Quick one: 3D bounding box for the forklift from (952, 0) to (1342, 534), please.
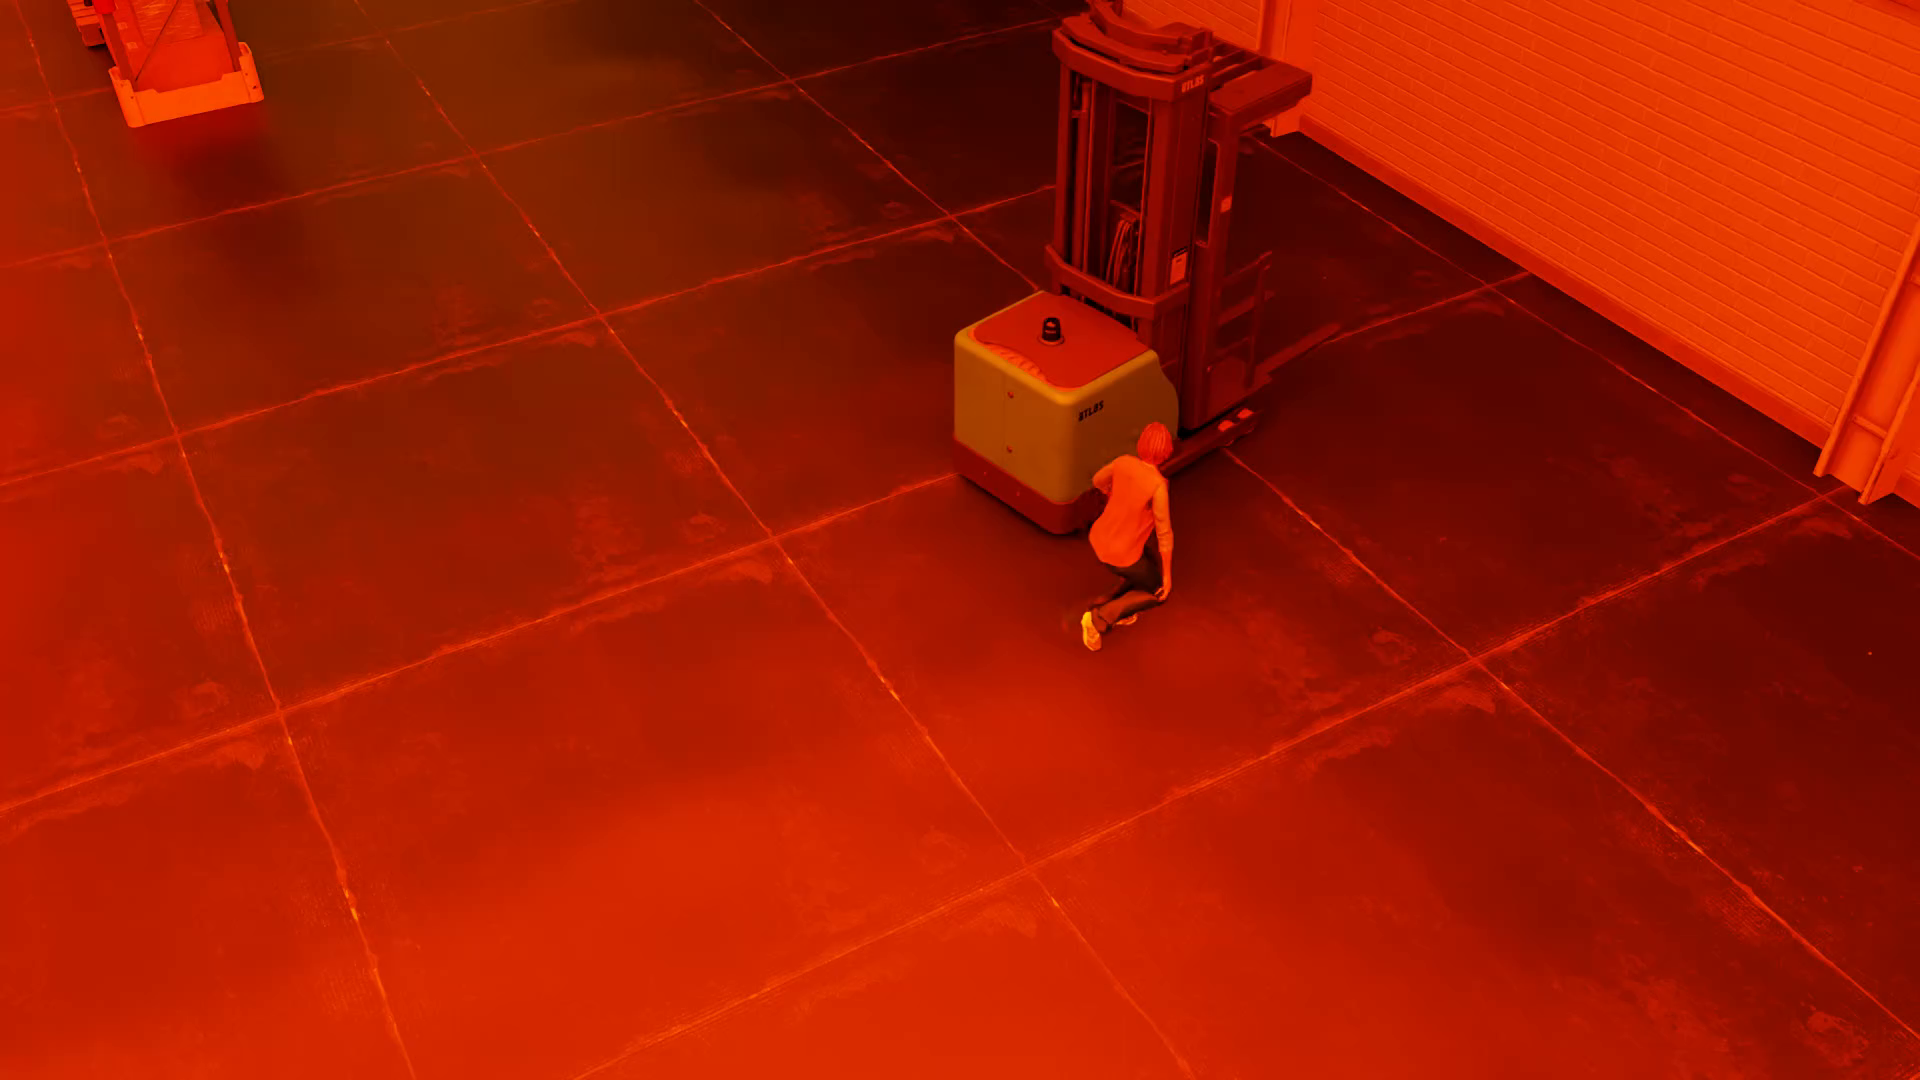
[{"bbox_3d":[1.375,-1.979,10.422,3.031,2.935,1.130,-30,48,-31],"label":"forklift"}]

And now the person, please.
[{"bbox_3d":[0.919,0.025,9.222,0.524,1.403,0.773,-14,42,-16],"label":"person"}]
